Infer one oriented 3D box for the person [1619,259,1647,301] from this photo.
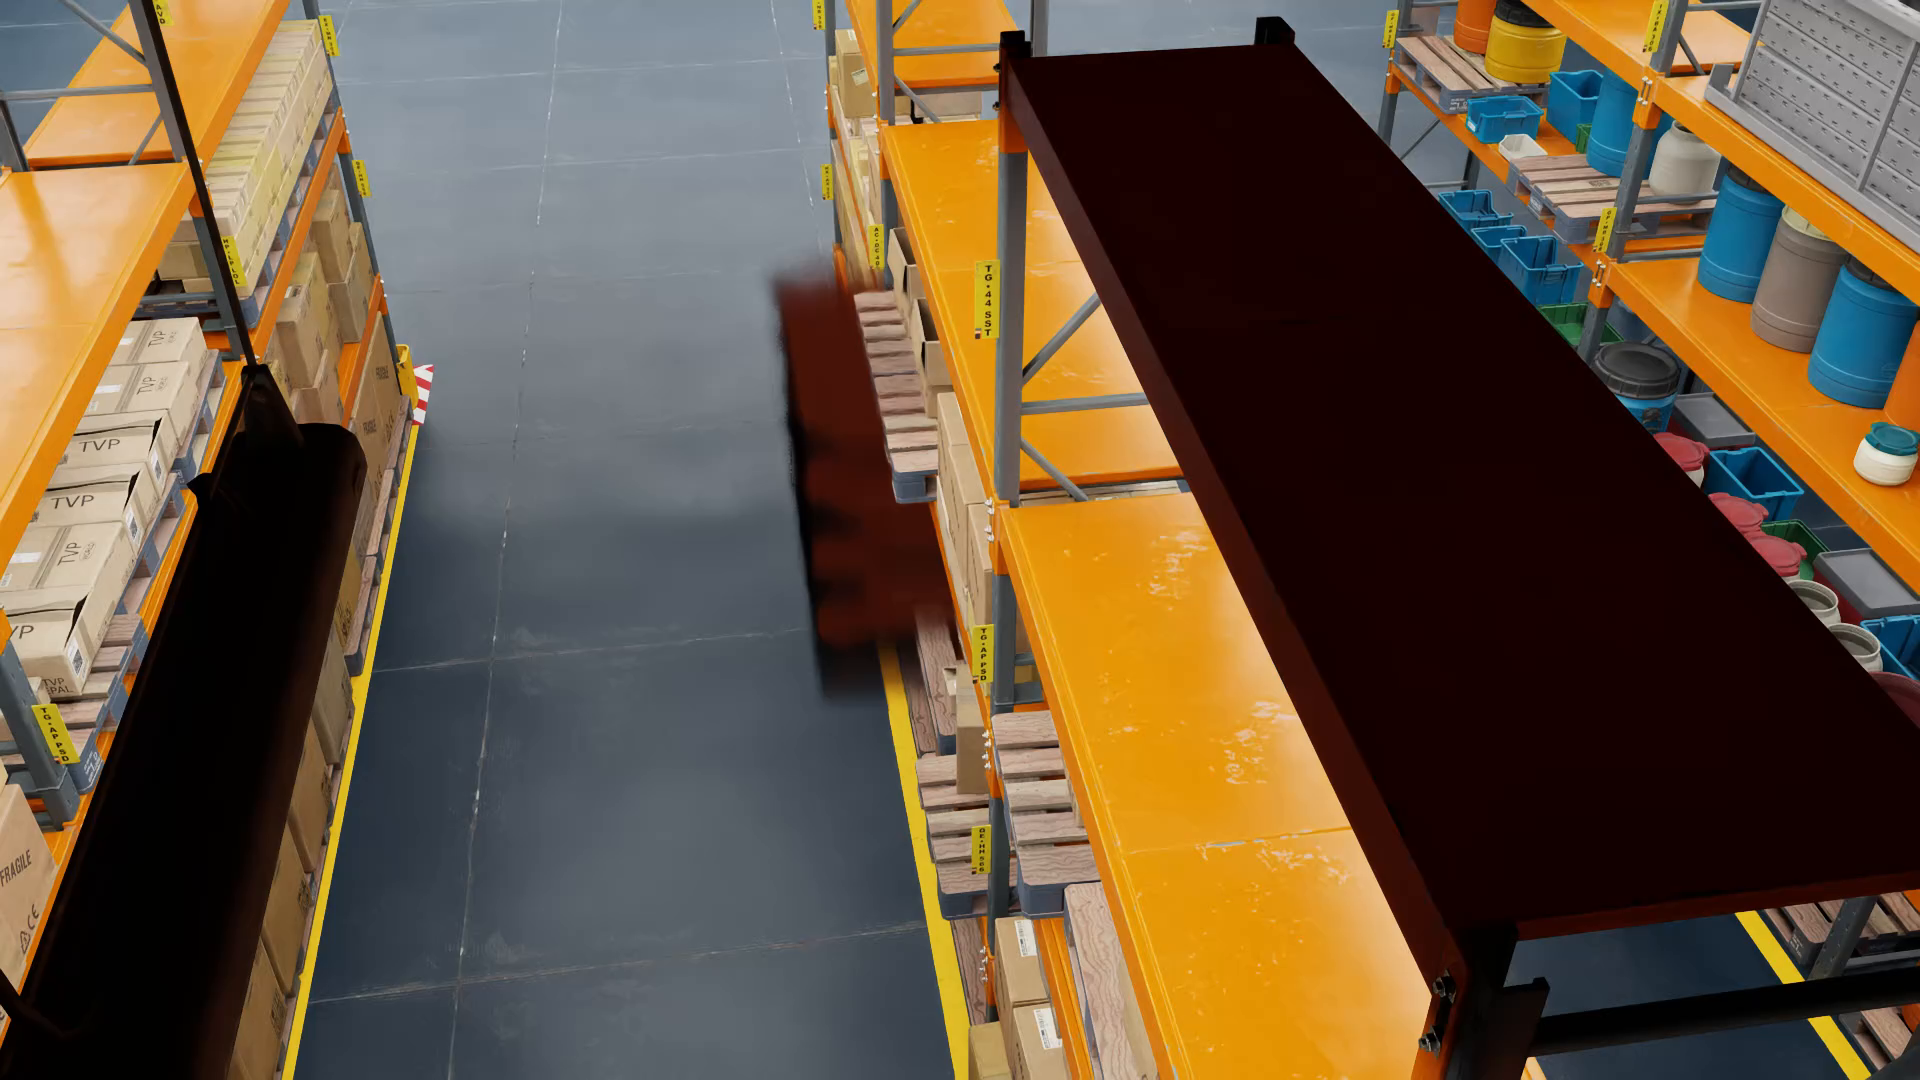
[{"bbox_3d":[6.735,-3.214,16.367,0.595,1.789,0.685,-9,37,-12],"label":"person"}]
